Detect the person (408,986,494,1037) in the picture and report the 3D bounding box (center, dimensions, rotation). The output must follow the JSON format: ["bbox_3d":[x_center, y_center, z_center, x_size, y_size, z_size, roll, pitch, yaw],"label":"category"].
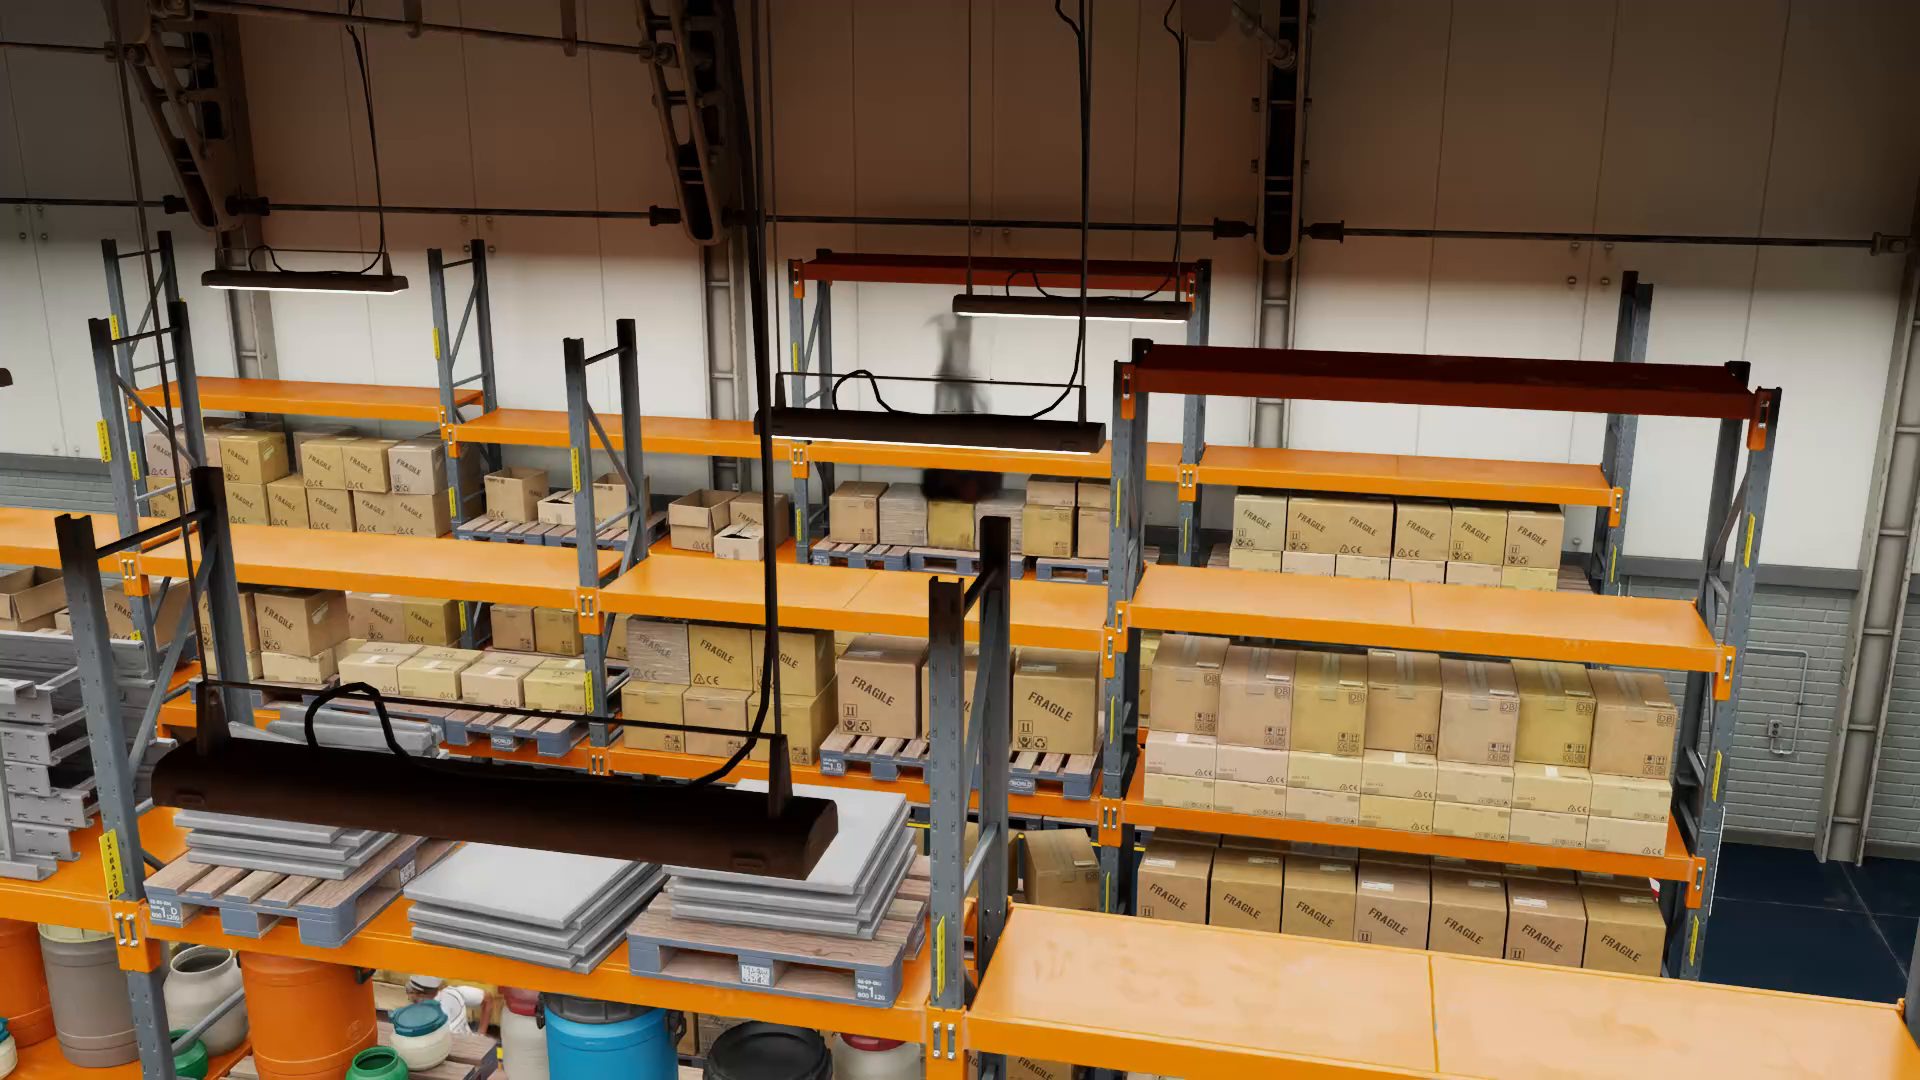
[{"bbox_3d":[-3.578,3.814,11.978,0.944,1.526,0.654,0,16,-1],"label":"person"}]
